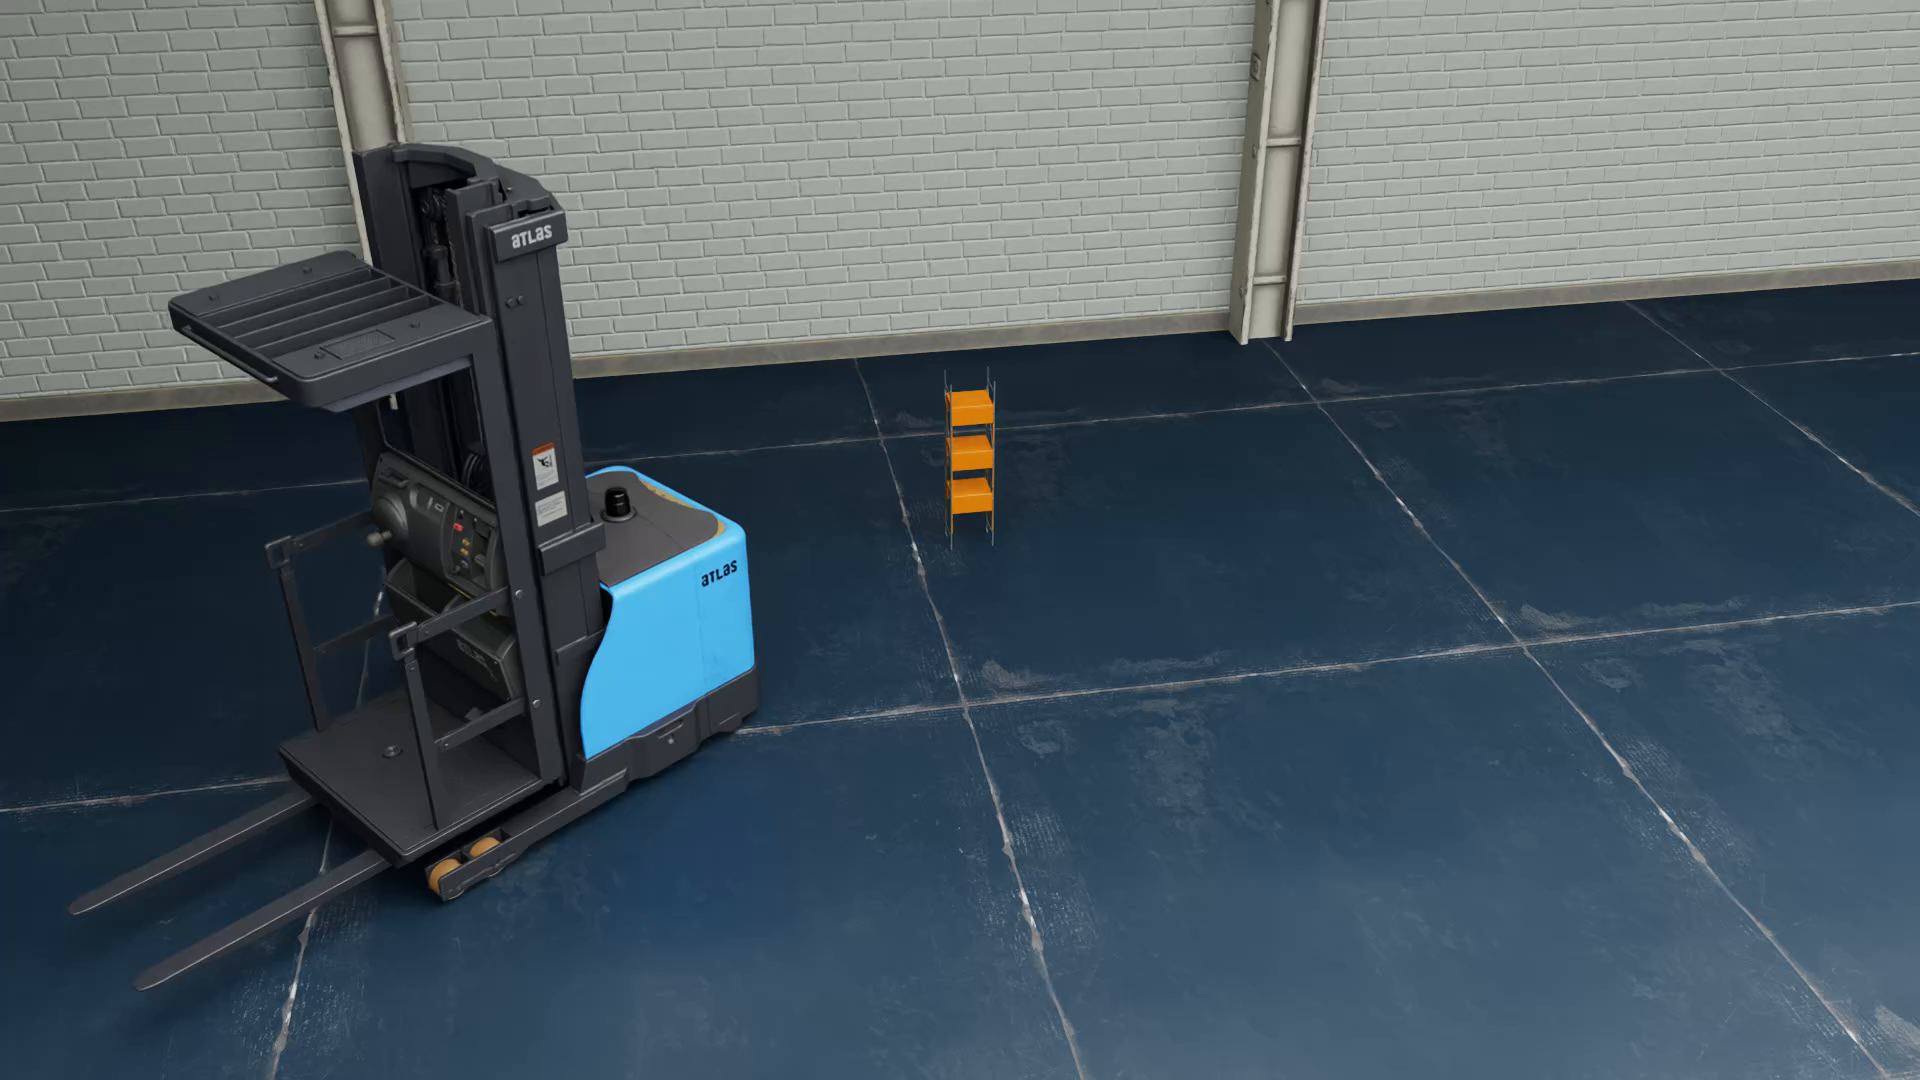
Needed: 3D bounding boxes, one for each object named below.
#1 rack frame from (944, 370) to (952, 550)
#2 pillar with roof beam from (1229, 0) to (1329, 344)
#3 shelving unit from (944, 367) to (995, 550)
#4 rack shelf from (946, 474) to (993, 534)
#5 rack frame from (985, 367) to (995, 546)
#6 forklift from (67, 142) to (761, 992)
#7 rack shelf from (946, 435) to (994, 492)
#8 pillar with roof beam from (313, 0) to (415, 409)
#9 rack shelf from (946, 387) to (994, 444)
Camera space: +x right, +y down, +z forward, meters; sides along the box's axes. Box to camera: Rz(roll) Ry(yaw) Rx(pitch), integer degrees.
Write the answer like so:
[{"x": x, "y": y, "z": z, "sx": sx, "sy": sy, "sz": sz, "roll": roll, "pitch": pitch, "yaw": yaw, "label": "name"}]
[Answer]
[{"x": -0.067, "y": -0.446, "z": 9.473, "sx": 0.008, "sy": 1.050, "sz": 0.200, "roll": -5, "pitch": 31, "yaw": -9, "label": "rack frame"}, {"x": 2.998, "y": -3.261, "z": 6.418, "sx": 0.400, "sy": 9.000, "sz": 9.100, "roll": -5, "pitch": 31, "yaw": -9, "label": "pillar with roof beam"}, {"x": 0.053, "y": -0.457, "z": 9.492, "sx": 0.252, "sy": 1.050, "sz": 0.215, "roll": -5, "pitch": 31, "yaw": -9, "label": "shelving unit"}, {"x": 0.053, "y": -0.209, "z": 9.638, "sx": 0.240, "sy": 0.259, "sz": 0.215, "roll": -5, "pitch": 31, "yaw": -9, "label": "rack shelf"}, {"x": 0.173, "y": -0.469, "z": 9.511, "sx": 0.008, "sy": 1.050, "sz": 0.200, "roll": -5, "pitch": 31, "yaw": -9, "label": "rack frame"}, {"x": -2.358, "y": -0.018, "z": 6.889, "sx": 1.130, "sy": 2.935, "sz": 3.031, "roll": 25, "pitch": 39, "yaw": 36, "label": "forklift"}, {"x": 0.053, "y": -0.448, "z": 9.498, "sx": 0.240, "sy": 0.259, "sz": 0.215, "roll": -5, "pitch": 31, "yaw": -9, "label": "rack shelf"}, {"x": -2.904, "y": -2.713, "z": 5.486, "sx": 0.400, "sy": 9.000, "sz": 9.100, "roll": -5, "pitch": 31, "yaw": -9, "label": "pillar with roof beam"}, {"x": 0.053, "y": -0.693, "z": 9.354, "sx": 0.240, "sy": 0.259, "sz": 0.215, "roll": -5, "pitch": 31, "yaw": -9, "label": "rack shelf"}]
